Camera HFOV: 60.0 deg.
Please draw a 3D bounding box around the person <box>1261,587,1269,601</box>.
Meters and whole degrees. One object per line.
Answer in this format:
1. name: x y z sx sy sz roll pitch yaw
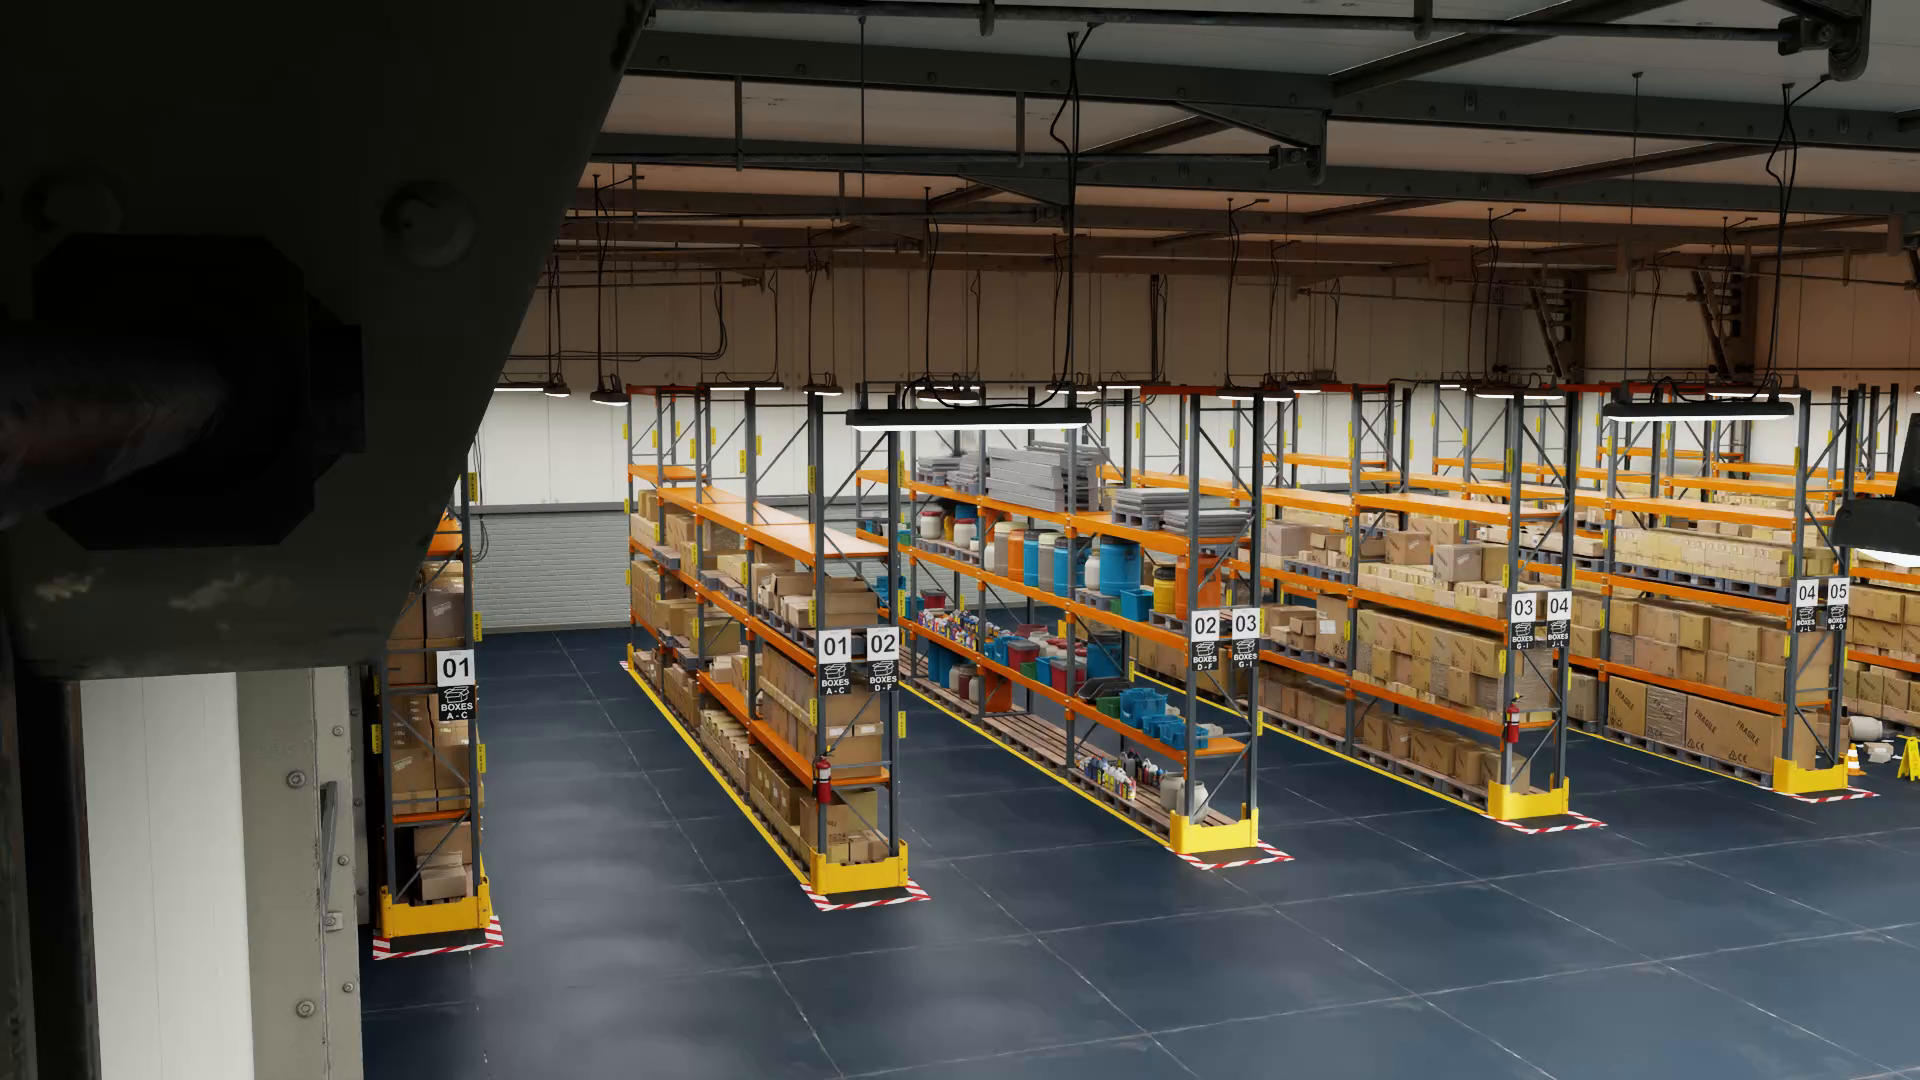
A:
1. person: 7.342 1.286 40.935 0.696 1.609 0.589 -2 6 -22
